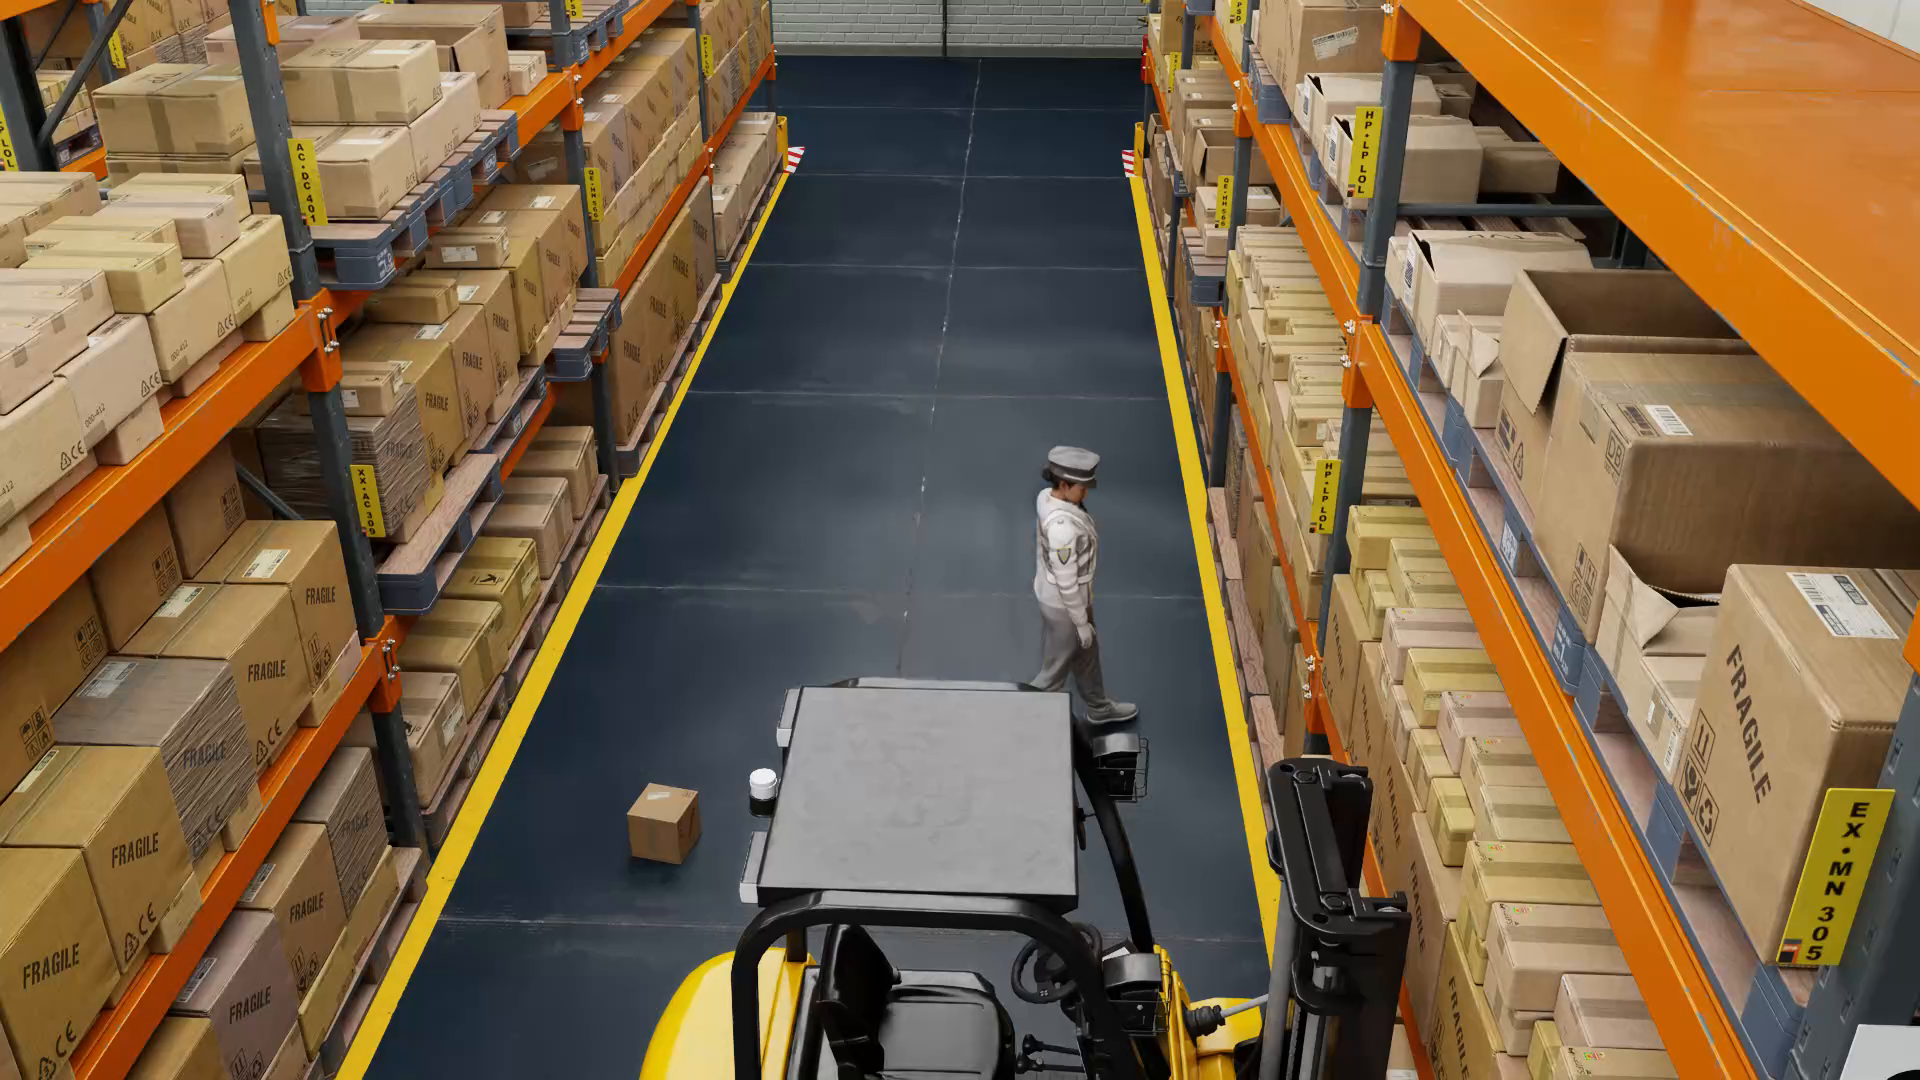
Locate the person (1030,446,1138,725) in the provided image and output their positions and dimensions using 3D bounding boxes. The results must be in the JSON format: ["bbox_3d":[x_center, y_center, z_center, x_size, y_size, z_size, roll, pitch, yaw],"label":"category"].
[{"bbox_3d":[0.607,0.306,8.243,0.708,1.647,0.513,-2,28,-4],"label":"person"}]
